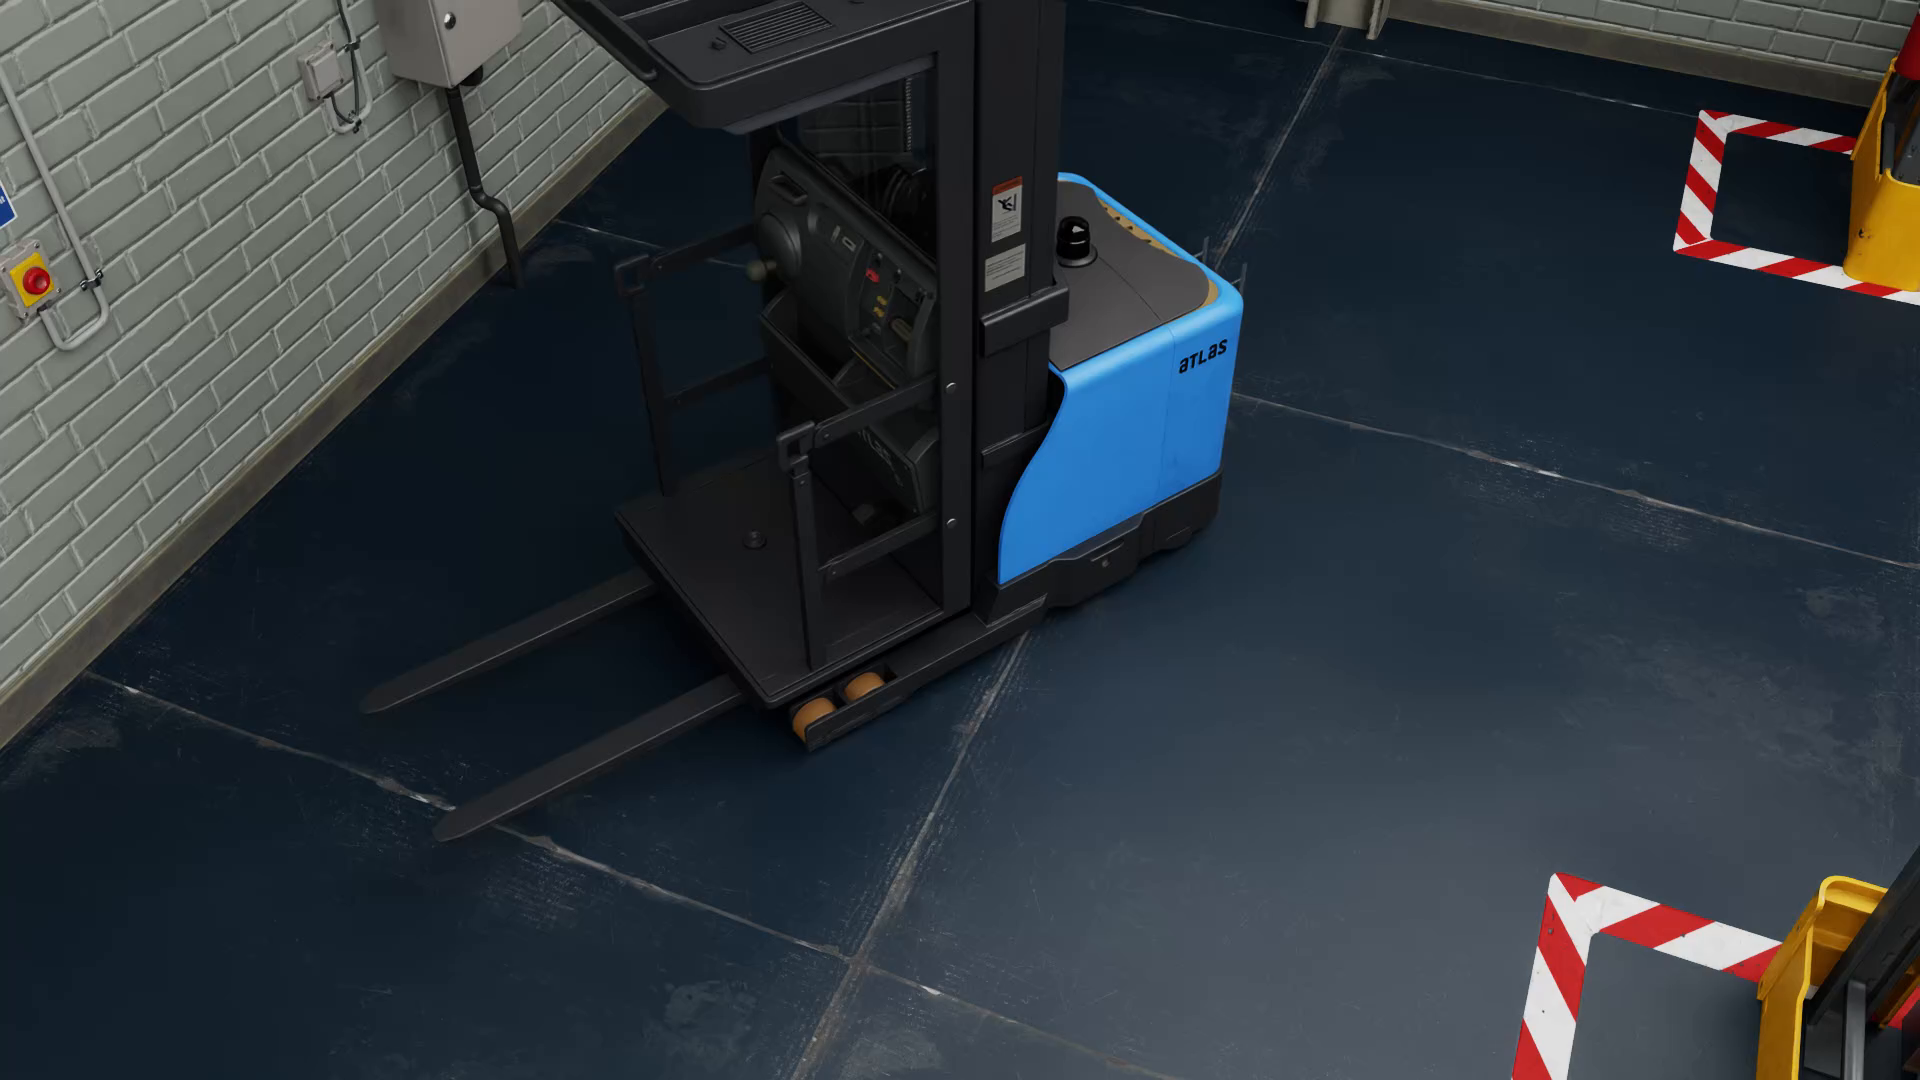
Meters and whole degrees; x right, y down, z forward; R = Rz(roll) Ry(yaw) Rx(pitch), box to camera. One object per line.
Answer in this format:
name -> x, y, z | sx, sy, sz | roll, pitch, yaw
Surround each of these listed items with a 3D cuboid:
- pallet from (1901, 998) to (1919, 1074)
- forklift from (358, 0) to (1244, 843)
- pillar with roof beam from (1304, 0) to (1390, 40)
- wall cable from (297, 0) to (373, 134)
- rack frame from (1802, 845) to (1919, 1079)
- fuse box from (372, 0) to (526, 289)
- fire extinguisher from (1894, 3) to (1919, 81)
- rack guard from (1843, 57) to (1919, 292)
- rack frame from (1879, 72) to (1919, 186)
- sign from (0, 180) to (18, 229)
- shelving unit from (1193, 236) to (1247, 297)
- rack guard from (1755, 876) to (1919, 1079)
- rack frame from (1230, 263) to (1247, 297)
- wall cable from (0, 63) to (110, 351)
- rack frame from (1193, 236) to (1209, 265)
pallet -> 3.117, 1.795, 4.296 | 1.213, 0.211, 1.003 | 16, 47, 16
forklift -> -0.529, -0.776, 4.952 | 3.031, 2.935, 1.130 | -26, 51, -24
pillar with roof beam -> 0.458, -3.235, 3.121 | 0.400, 9.000, 9.100 | 16, 47, 16
wall cable -> -2.328, -2.162, 5.576 | 0.122, 1.984, 0.588 | 16, 47, 16
rack frame -> 2.349, 0.641, 3.479 | 0.127, 3.000, 1.000 | 16, 47, 16
fuse box -> -1.920, -1.746, 6.792 | 0.414, 1.711, 0.539 | 16, 47, 16
fire extinguisher -> 3.943, -2.171, 6.624 | 0.183, 0.674, 0.296 | 16, 47, 16
rack guard -> 4.327, -1.685, 7.589 | 0.348, 0.500, 1.175 | 16, 47, 16
rack frame -> 4.257, -2.591, 6.728 | 0.127, 3.000, 1.000 | 16, 47, 16
sign -> -2.939, -0.956, 4.893 | 0.001, 0.218, 0.327 | 16, 47, 16
shelving unit -> 0.873, -0.684, 6.299 | 0.258, 0.900, 0.210 | -28, 51, -25
rack guard -> 2.327, 1.520, 4.368 | 0.348, 0.500, 1.175 | 16, 47, 16
rack frame -> 0.934, -0.626, 6.241 | 0.240, 0.900, 0.006 | -28, 51, -25
wall cable -> -2.864, -1.247, 4.634 | 0.123, 1.953, 0.585 | 16, 47, 16
rack frame -> 0.813, -0.741, 6.357 | 0.240, 0.900, 0.006 | -28, 51, -25
